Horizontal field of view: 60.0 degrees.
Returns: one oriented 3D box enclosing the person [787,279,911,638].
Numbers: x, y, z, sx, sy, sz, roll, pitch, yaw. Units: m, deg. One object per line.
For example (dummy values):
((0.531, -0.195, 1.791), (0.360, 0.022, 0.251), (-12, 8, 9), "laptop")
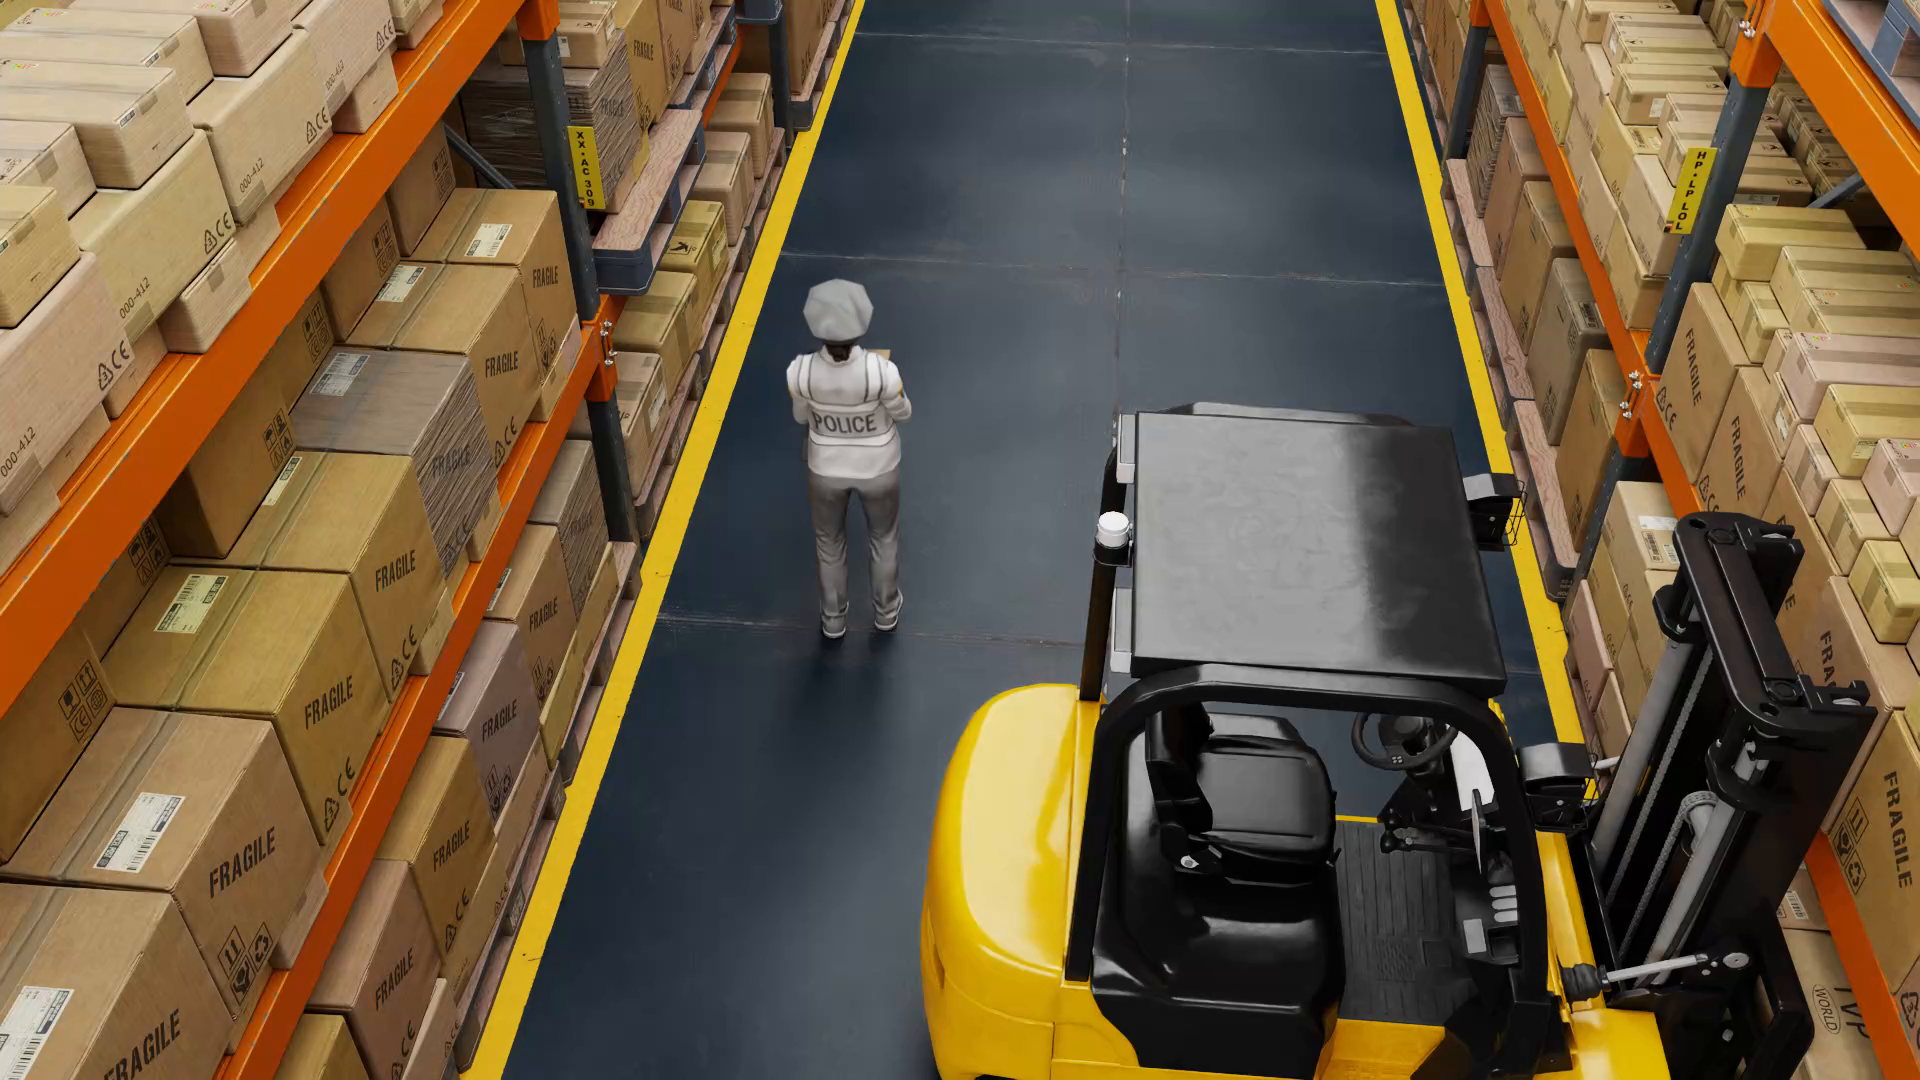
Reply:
((-0.414, -0.331, 6.529), (0.459, 1.686, 0.553), (1, 40, 1), "person")
